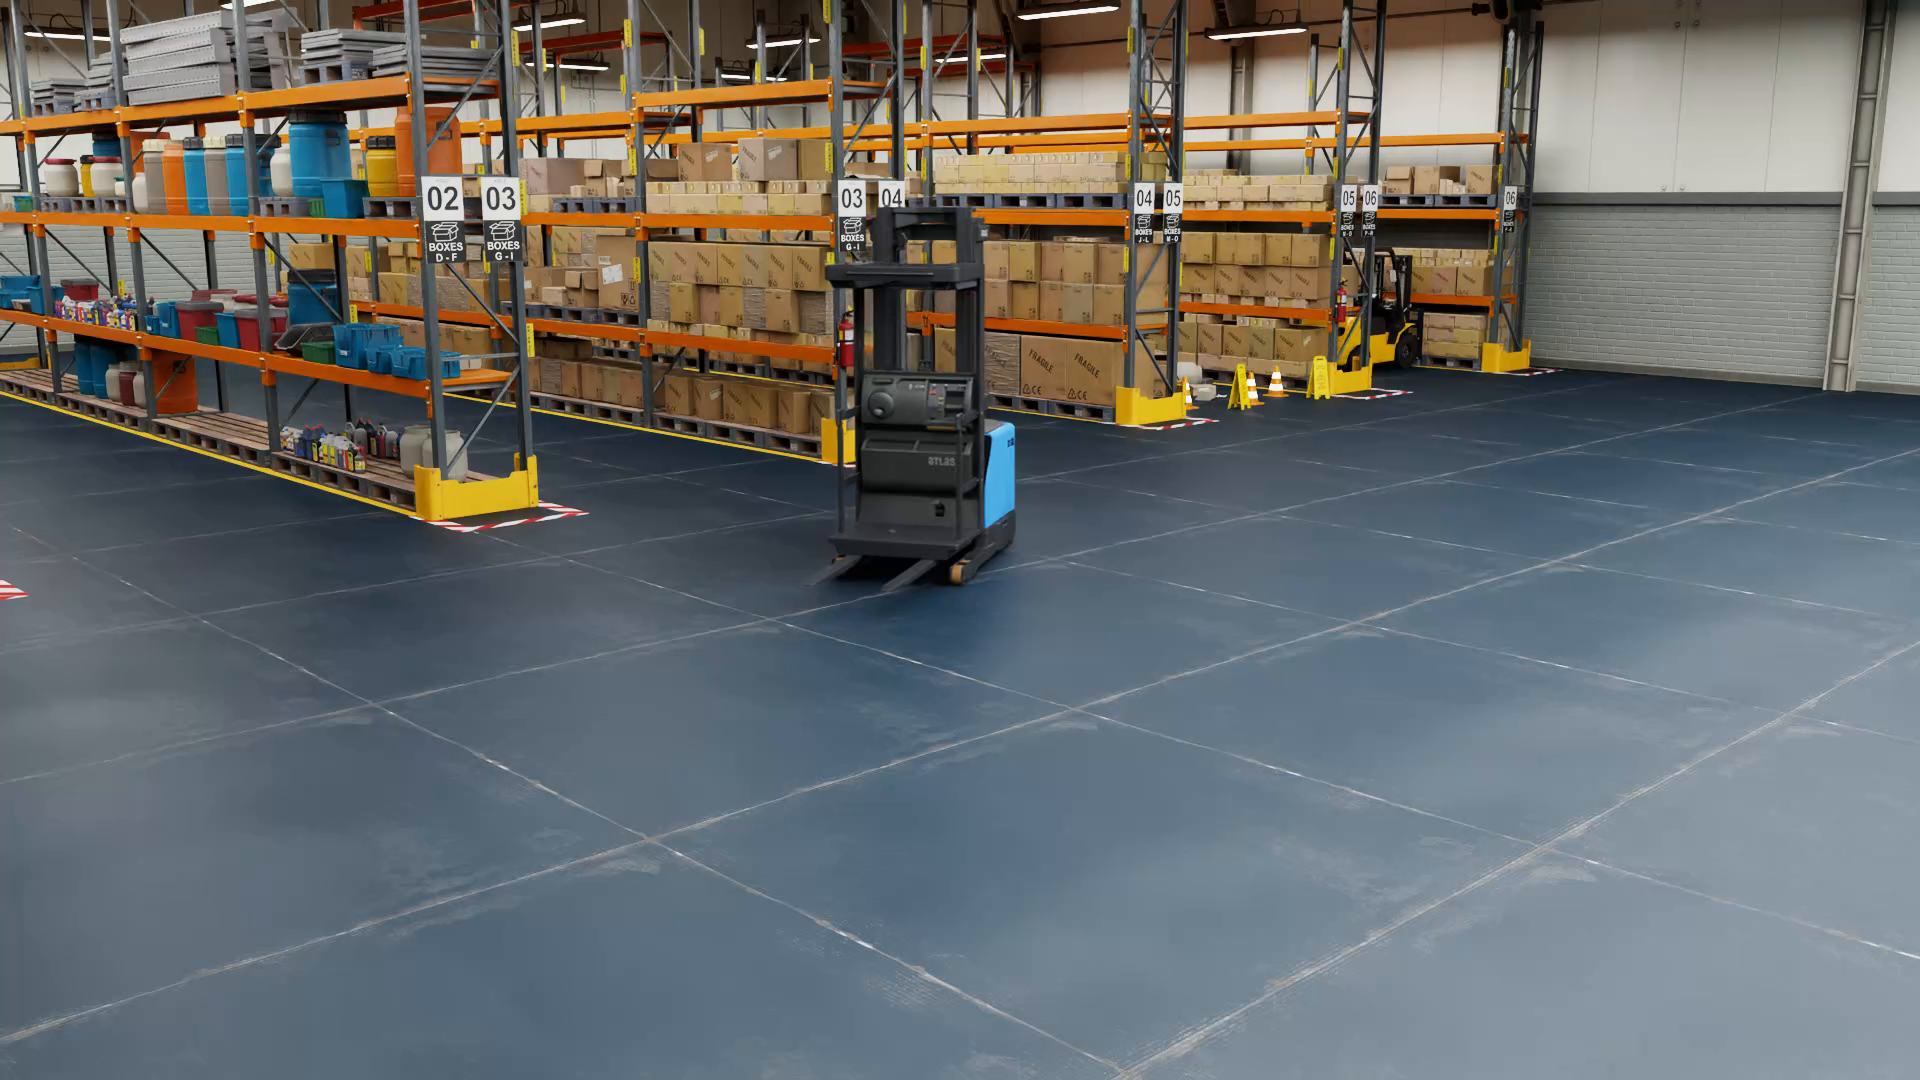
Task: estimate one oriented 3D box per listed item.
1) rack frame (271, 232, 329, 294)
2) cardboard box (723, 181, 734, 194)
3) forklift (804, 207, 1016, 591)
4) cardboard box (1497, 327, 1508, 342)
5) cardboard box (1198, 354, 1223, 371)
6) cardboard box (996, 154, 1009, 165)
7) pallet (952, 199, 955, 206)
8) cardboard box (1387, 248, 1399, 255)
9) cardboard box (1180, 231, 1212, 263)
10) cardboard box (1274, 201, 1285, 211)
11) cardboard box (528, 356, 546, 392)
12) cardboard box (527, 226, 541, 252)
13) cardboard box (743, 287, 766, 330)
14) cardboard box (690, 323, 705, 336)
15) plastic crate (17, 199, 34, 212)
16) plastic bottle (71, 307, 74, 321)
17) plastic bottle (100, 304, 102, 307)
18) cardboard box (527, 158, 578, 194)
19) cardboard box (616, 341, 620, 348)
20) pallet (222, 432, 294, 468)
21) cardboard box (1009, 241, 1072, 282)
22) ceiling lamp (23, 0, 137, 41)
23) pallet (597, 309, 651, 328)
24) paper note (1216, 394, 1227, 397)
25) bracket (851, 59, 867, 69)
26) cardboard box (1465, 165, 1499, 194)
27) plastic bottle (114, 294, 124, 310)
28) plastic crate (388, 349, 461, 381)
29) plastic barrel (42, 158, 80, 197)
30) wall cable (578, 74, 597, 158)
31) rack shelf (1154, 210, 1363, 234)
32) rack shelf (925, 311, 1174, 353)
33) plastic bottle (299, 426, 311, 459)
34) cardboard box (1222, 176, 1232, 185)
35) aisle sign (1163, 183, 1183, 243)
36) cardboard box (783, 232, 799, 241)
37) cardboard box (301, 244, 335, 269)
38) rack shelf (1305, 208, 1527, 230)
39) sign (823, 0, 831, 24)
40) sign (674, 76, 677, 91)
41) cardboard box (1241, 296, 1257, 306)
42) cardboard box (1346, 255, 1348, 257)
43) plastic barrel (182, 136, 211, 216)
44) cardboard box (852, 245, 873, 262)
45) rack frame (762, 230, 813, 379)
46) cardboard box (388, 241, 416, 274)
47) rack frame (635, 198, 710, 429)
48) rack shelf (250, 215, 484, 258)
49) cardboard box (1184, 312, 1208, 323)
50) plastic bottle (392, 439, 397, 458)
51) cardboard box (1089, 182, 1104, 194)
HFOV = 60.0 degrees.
[{"bbox_3d":[-12.093,-4.774,30.648,1.000,3.000,0.127,-11,16,-43],"label":"rack frame"},{"bbox_3d":[-2.675,-4.305,20.324,0.380,0.149,0.250,-10,16,-41],"label":"cardboard box"},{"bbox_3d":[-0.406,-1.166,13.306,1.130,2.935,3.031,3,12,16],"label":"forklift"},{"bbox_3d":[9.536,-3.713,30.035,0.500,0.250,0.500,-11,16,-42],"label":"cardboard box"},{"bbox_3d":[4.318,-2.985,27.740,0.500,0.250,0.500,-11,16,-43],"label":"cardboard box"},{"bbox_3d":[0.736,-5.404,23.632,0.380,0.149,0.250,-11,16,-43],"label":"cardboard box"},{"bbox_3d":[0.116,-6.450,31.821,1.213,0.211,1.003,-10,15,-40],"label":"pallet"},{"bbox_3d":[8.086,-5.309,30.655,0.380,0.149,0.250,-11,16,-42],"label":"cardboard box"},{"bbox_3d":[3.845,-4.916,27.875,0.700,0.500,0.500,-11,16,-42],"label":"cardboard box"},{"bbox_3d":[5.193,-5.300,26.393,0.380,0.149,0.250,-11,16,-42],"label":"cardboard box"},{"bbox_3d":[-6.092,-2.502,24.728,0.500,0.500,0.700,11,16,42],"label":"cardboard box"},{"bbox_3d":[-8.318,-6.032,33.293,0.500,0.500,0.500,-11,16,-43],"label":"cardboard box"},{"bbox_3d":[-2.150,-2.853,20.339,0.875,0.500,0.500,-11,16,-43],"label":"cardboard box"},{"bbox_3d":[-3.197,-2.678,21.097,0.380,0.149,0.250,-11,16,-43],"label":"cardboard box"},{"bbox_3d":[-13.425,-4.885,24.279,0.450,0.188,0.662,-11,16,-43],"label":"plastic crate"},{"bbox_3d":[-12.489,-3.193,23.470,0.097,0.201,0.097,0,12,0],"label":"plastic bottle"},{"bbox_3d":[-11.704,-3.080,22.717,0.061,0.283,0.133,-11,16,-43],"label":"plastic bottle"},{"bbox_3d":[-5.730,-5.118,23.398,0.500,0.500,0.500,11,16,44],"label":"cardboard box"},{"bbox_3d":[-6.310,-3.735,31.631,0.380,0.149,0.250,-10,16,-41],"label":"cardboard box"},{"bbox_3d":[-7.959,-1.076,19.609,1.003,0.211,1.213,-11,16,-43],"label":"pallet"},{"bbox_3d":[1.190,-4.004,23.865,0.875,0.550,0.500,-11,16,-43],"label":"cardboard box"},{"bbox_3d":[-15.708,-10.623,29.708,2.000,3.185,0.800,-11,16,-43],"label":"ceiling lamp"},{"bbox_3d":[-4.229,-3.060,22.807,1.003,0.211,1.213,-11,16,-43],"label":"pallet"},{"bbox_3d":[4.031,-2.226,25.640,0.142,0.019,0.148,6,13,26],"label":"paper note"},{"bbox_3d":[-2.519,-11.957,41.728,0.235,0.232,0.430,-11,16,-43],"label":"bracket"},{"bbox_3d":[9.229,-6.315,29.160,0.500,0.500,0.500,-10,15,-41],"label":"cardboard box"},{"bbox_3d":[-12.019,-3.340,23.811,0.144,0.351,0.185,-11,16,-43],"label":"plastic bottle"},{"bbox_3d":[-5.188,-1.707,16.131,0.499,0.251,0.616,-11,16,-43],"label":"plastic crate"},{"bbox_3d":[-12.731,-5.129,23.563,0.433,0.535,0.433,0,12,0],"label":"plastic barrel"},{"bbox_3d":[-9.058,-9.884,40.584,0.463,3.000,0.029,-11,16,-43],"label":"wall cable"},{"bbox_3d":[4.742,-5.228,27.204,1.077,0.370,4.000,-11,16,-43],"label":"rack shelf"},{"bbox_3d":[1.232,-3.055,24.087,1.077,0.370,4.000,-11,16,-43],"label":"rack shelf"},{"bbox_3d":[-7.131,-1.075,18.168,0.144,0.351,0.185,-10,16,-41],"label":"plastic bottle"},{"bbox_3d":[4.476,-5.833,27.003,0.380,0.149,0.250,-10,16,-41],"label":"cardboard box"},{"bbox_3d":[2.879,-4.420,22.488,0.394,0.787,0.004,-11,16,-43],"label":"aisle sign"},{"bbox_3d":[-3.392,-6.288,35.273,0.500,0.500,0.500,-11,16,-42],"label":"cardboard box"},{"bbox_3d":[-11.250,-4.958,29.318,0.500,0.500,0.500,11,16,44],"label":"cardboard box"},{"bbox_3d":[8.330,-5.920,30.564,1.077,0.370,4.000,-11,16,-43],"label":"rack shelf"},{"bbox_3d":[-1.460,-5.838,18.237,0.100,0.325,0.005,-11,16,-43],"label":"sign"},{"bbox_3d":[-5.277,-8.418,30.762,0.100,0.325,0.005,-11,16,-43],"label":"sign"},{"bbox_3d":[4.776,-3.898,27.021,0.380,0.149,0.250,-11,16,-43],"label":"cardboard box"},{"bbox_3d":[7.358,-5.307,31.383,0.380,0.149,0.250,-11,16,-43],"label":"cardboard box"},{"bbox_3d":[-8.800,-4.282,19.584,0.600,0.901,0.708,-11,16,-43],"label":"plastic barrel"},{"bbox_3d":[-1.227,-3.241,19.747,0.500,0.500,0.500,-11,16,-43],"label":"cardboard box"},{"bbox_3d":[-2.912,-4.283,28.264,1.000,3.000,0.127,-11,16,-43],"label":"rack frame"},{"bbox_3d":[-8.884,-4.638,27.256,0.637,0.503,0.797,11,16,44],"label":"cardboard box"},{"bbox_3d":[-3.806,-3.022,22.148,1.000,3.000,0.127,-11,16,-43],"label":"rack frame"},{"bbox_3d":[-6.008,-3.157,17.151,1.077,0.370,4.000,-11,16,-43],"label":"rack shelf"},{"bbox_3d":[3.972,-3.722,27.852,0.380,0.149,0.250,-10,15,-40],"label":"cardboard box"},{"bbox_3d":[-6.169,-1.010,18.227,0.097,0.201,0.097,0,12,0],"label":"plastic bottle"},{"bbox_3d":[1.965,-4.754,22.453,0.380,0.149,0.250,-11,16,-42],"label":"cardboard box"}]
